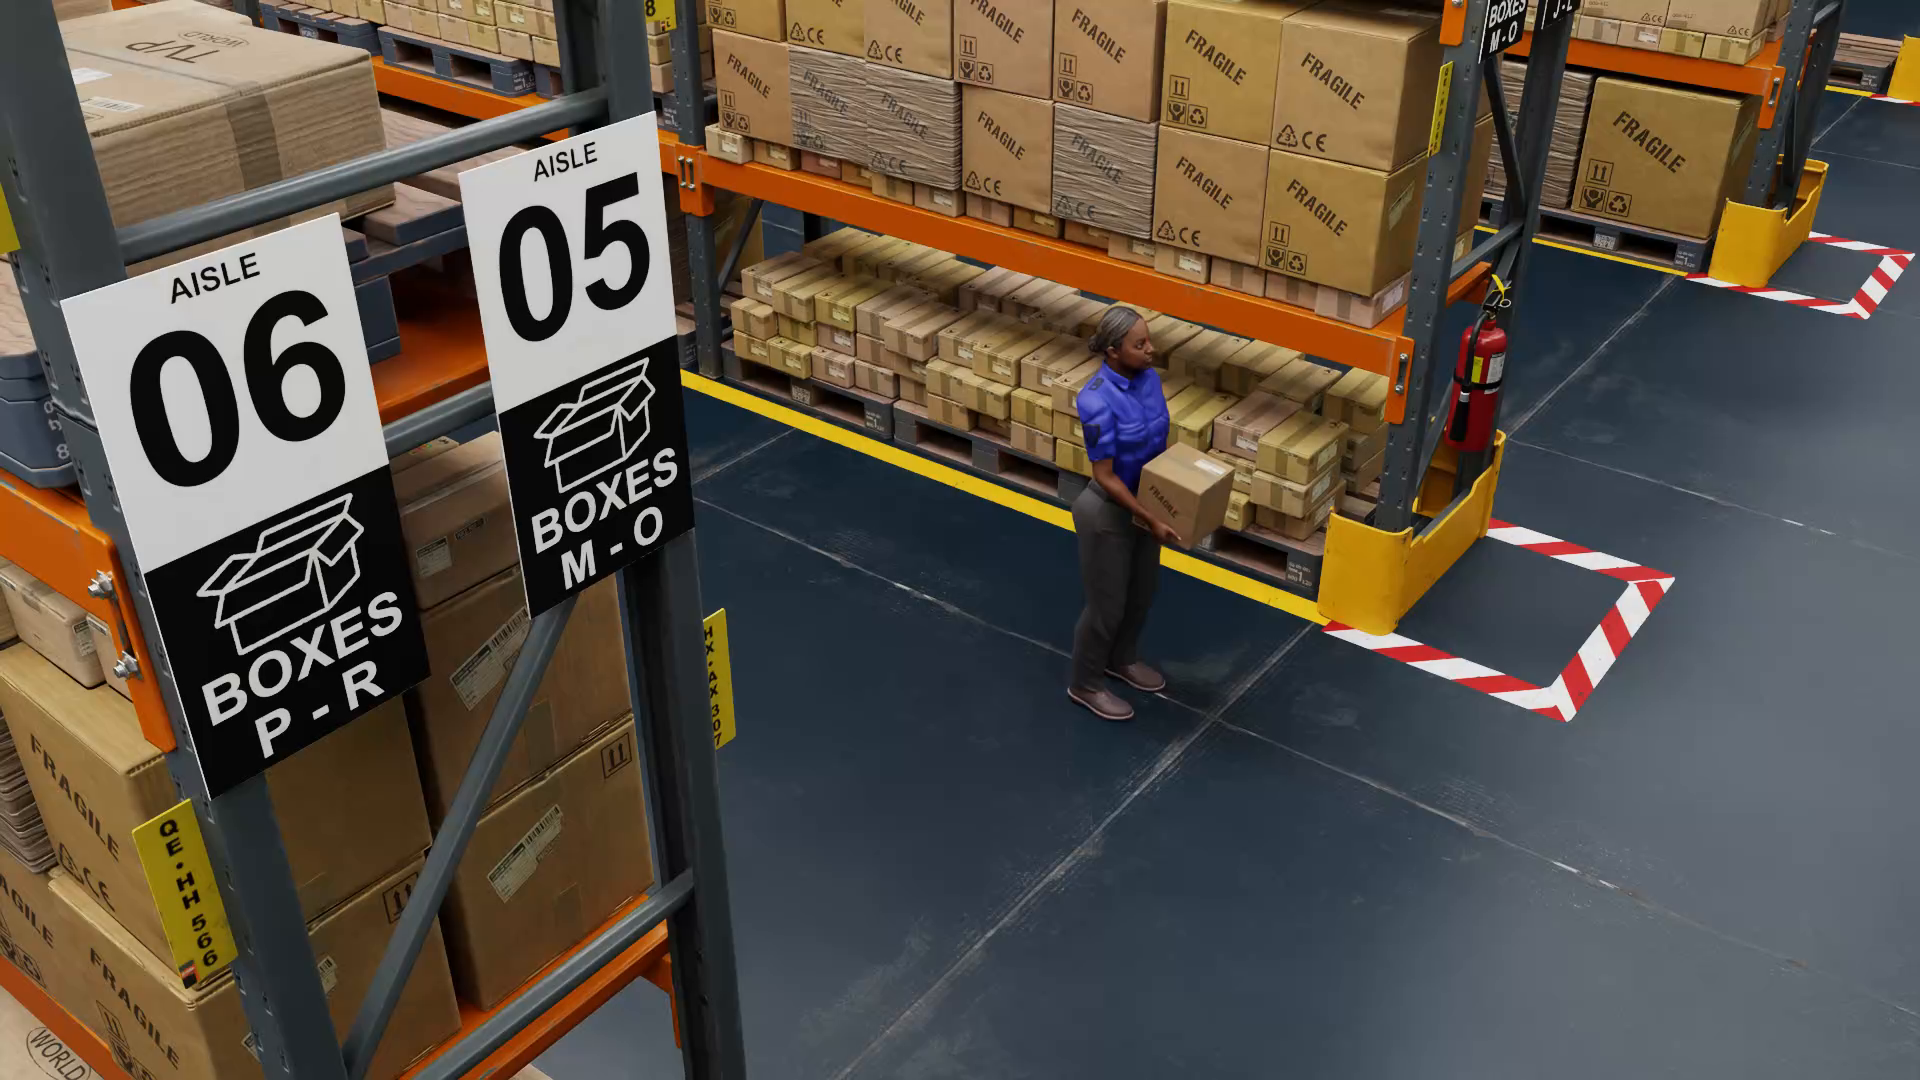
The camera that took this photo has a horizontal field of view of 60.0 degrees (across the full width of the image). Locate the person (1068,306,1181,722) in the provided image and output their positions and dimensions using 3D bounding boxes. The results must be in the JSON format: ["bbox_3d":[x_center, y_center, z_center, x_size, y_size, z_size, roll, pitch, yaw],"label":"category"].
[{"bbox_3d":[0.676,-0.071,6.266,0.518,1.650,0.451,22,38,32],"label":"person"}]
